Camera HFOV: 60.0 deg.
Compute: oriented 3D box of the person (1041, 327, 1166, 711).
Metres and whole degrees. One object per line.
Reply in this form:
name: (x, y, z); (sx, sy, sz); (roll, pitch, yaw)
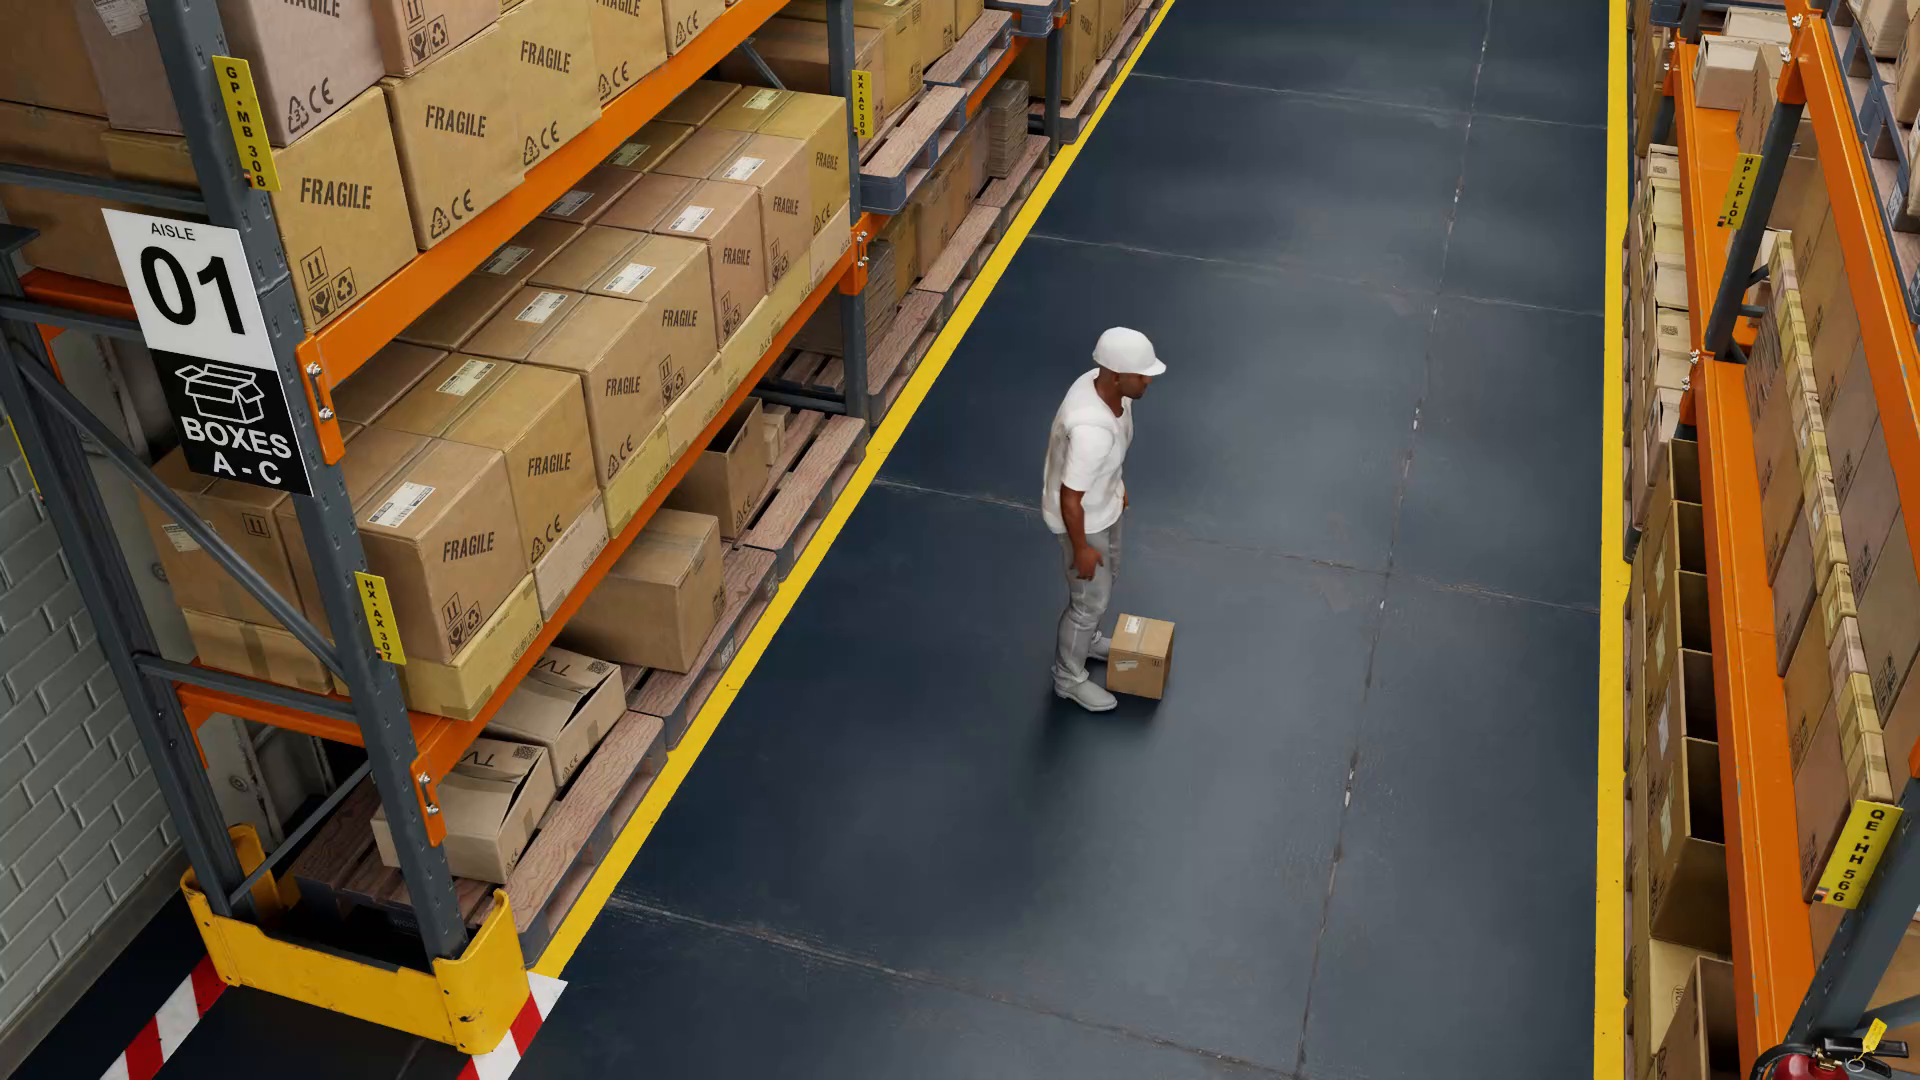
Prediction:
person: (0.582, -0.114, 7.028); (0.460, 1.760, 0.627); (11, 38, 14)
